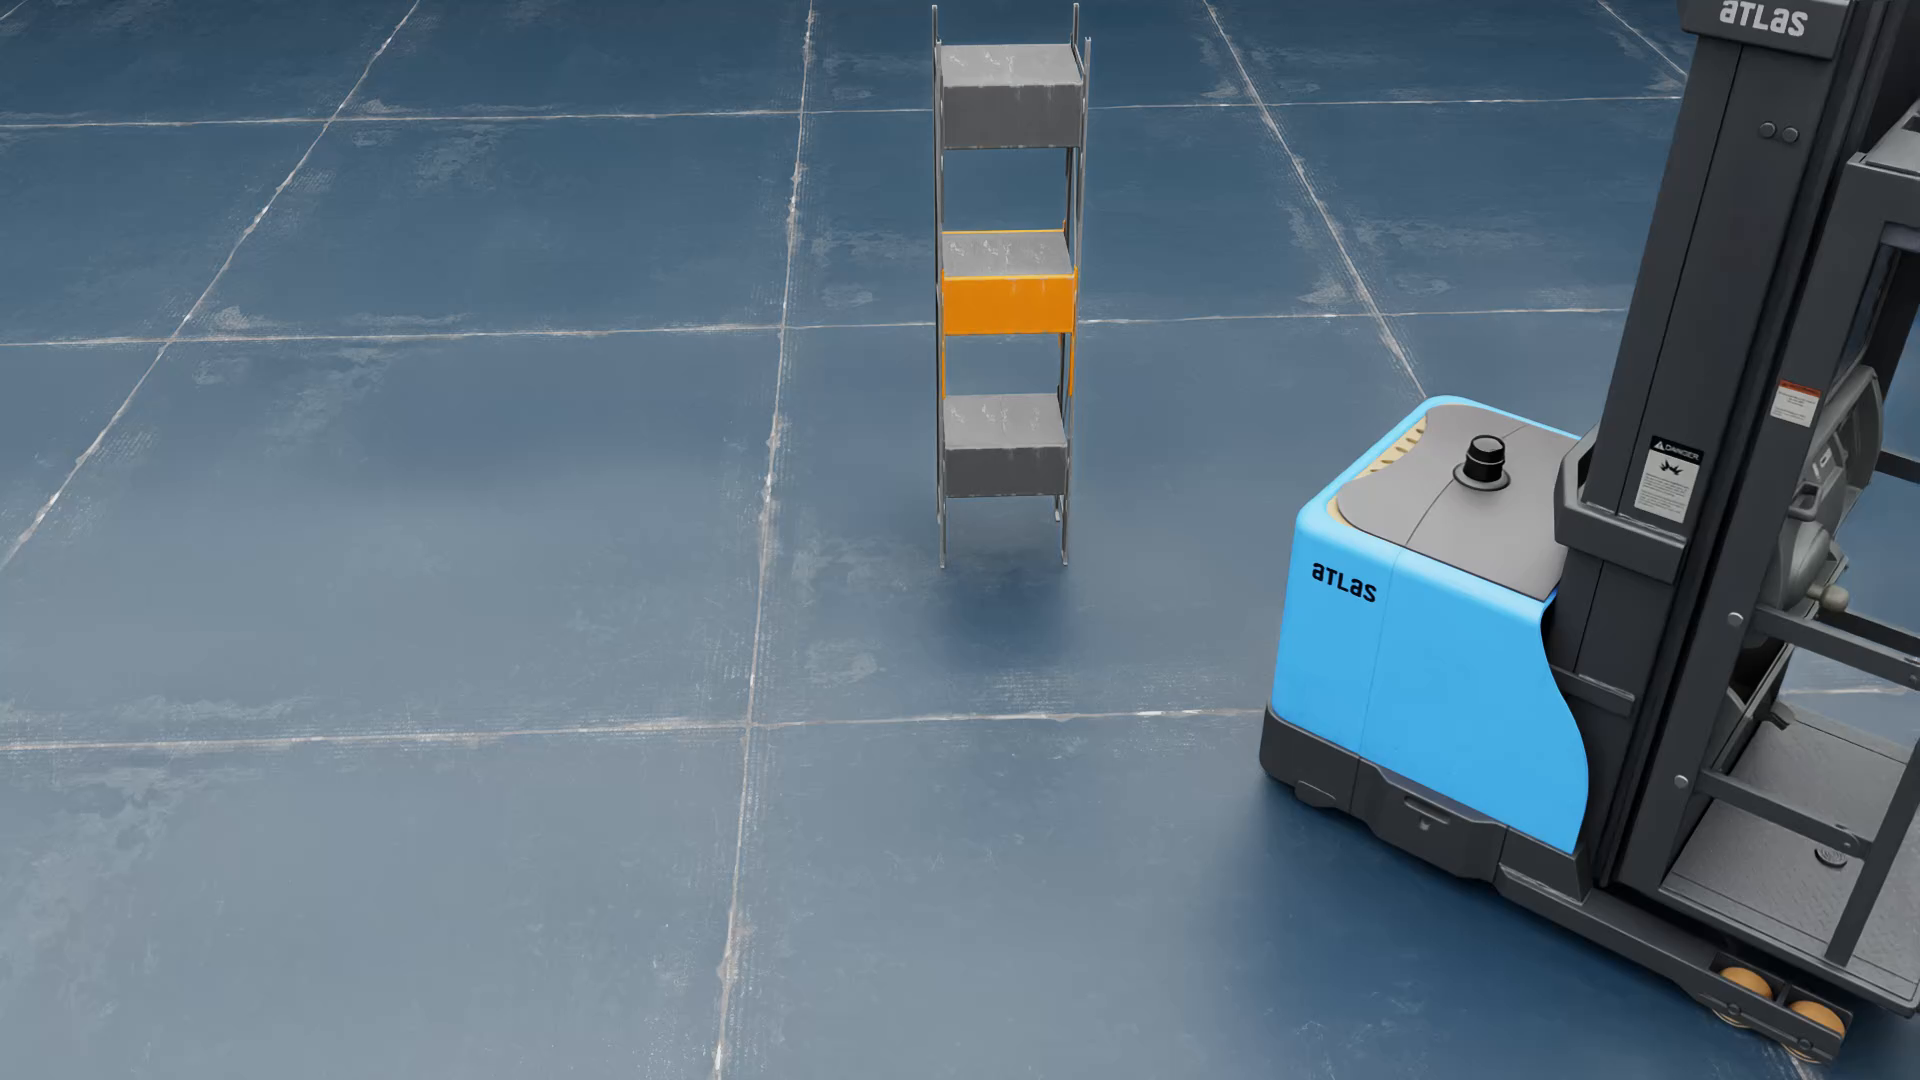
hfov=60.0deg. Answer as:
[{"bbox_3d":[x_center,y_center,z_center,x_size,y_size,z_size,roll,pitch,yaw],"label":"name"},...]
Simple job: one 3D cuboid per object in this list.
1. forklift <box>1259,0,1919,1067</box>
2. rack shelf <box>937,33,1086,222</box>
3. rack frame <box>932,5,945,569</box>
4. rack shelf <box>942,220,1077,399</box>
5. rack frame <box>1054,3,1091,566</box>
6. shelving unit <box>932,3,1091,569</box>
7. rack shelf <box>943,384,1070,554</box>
[{"bbox_3d":[2.465,-0.092,4.308,3.031,2.935,1.130,25,42,31],"label":"forklift"},{"bbox_3d":[0.165,-1.432,5.768,0.480,0.518,0.431,-2,35,-2],"label":"rack shelf"},{"bbox_3d":[-0.078,-0.861,6.149,0.015,2.100,0.400,-2,35,-2],"label":"rack frame"},{"bbox_3d":[0.165,-0.857,6.167,0.480,0.518,0.431,-2,35,-2],"label":"rack shelf"},{"bbox_3d":[0.409,-0.874,6.168,0.015,2.100,0.400,-2,35,-2],"label":"rack frame"},{"bbox_3d":[0.165,-0.868,6.159,0.503,2.100,0.431,-2,35,-2],"label":"shelving unit"},{"bbox_3d":[0.165,-0.281,6.565,0.480,0.518,0.431,-2,35,-2],"label":"rack shelf"}]
